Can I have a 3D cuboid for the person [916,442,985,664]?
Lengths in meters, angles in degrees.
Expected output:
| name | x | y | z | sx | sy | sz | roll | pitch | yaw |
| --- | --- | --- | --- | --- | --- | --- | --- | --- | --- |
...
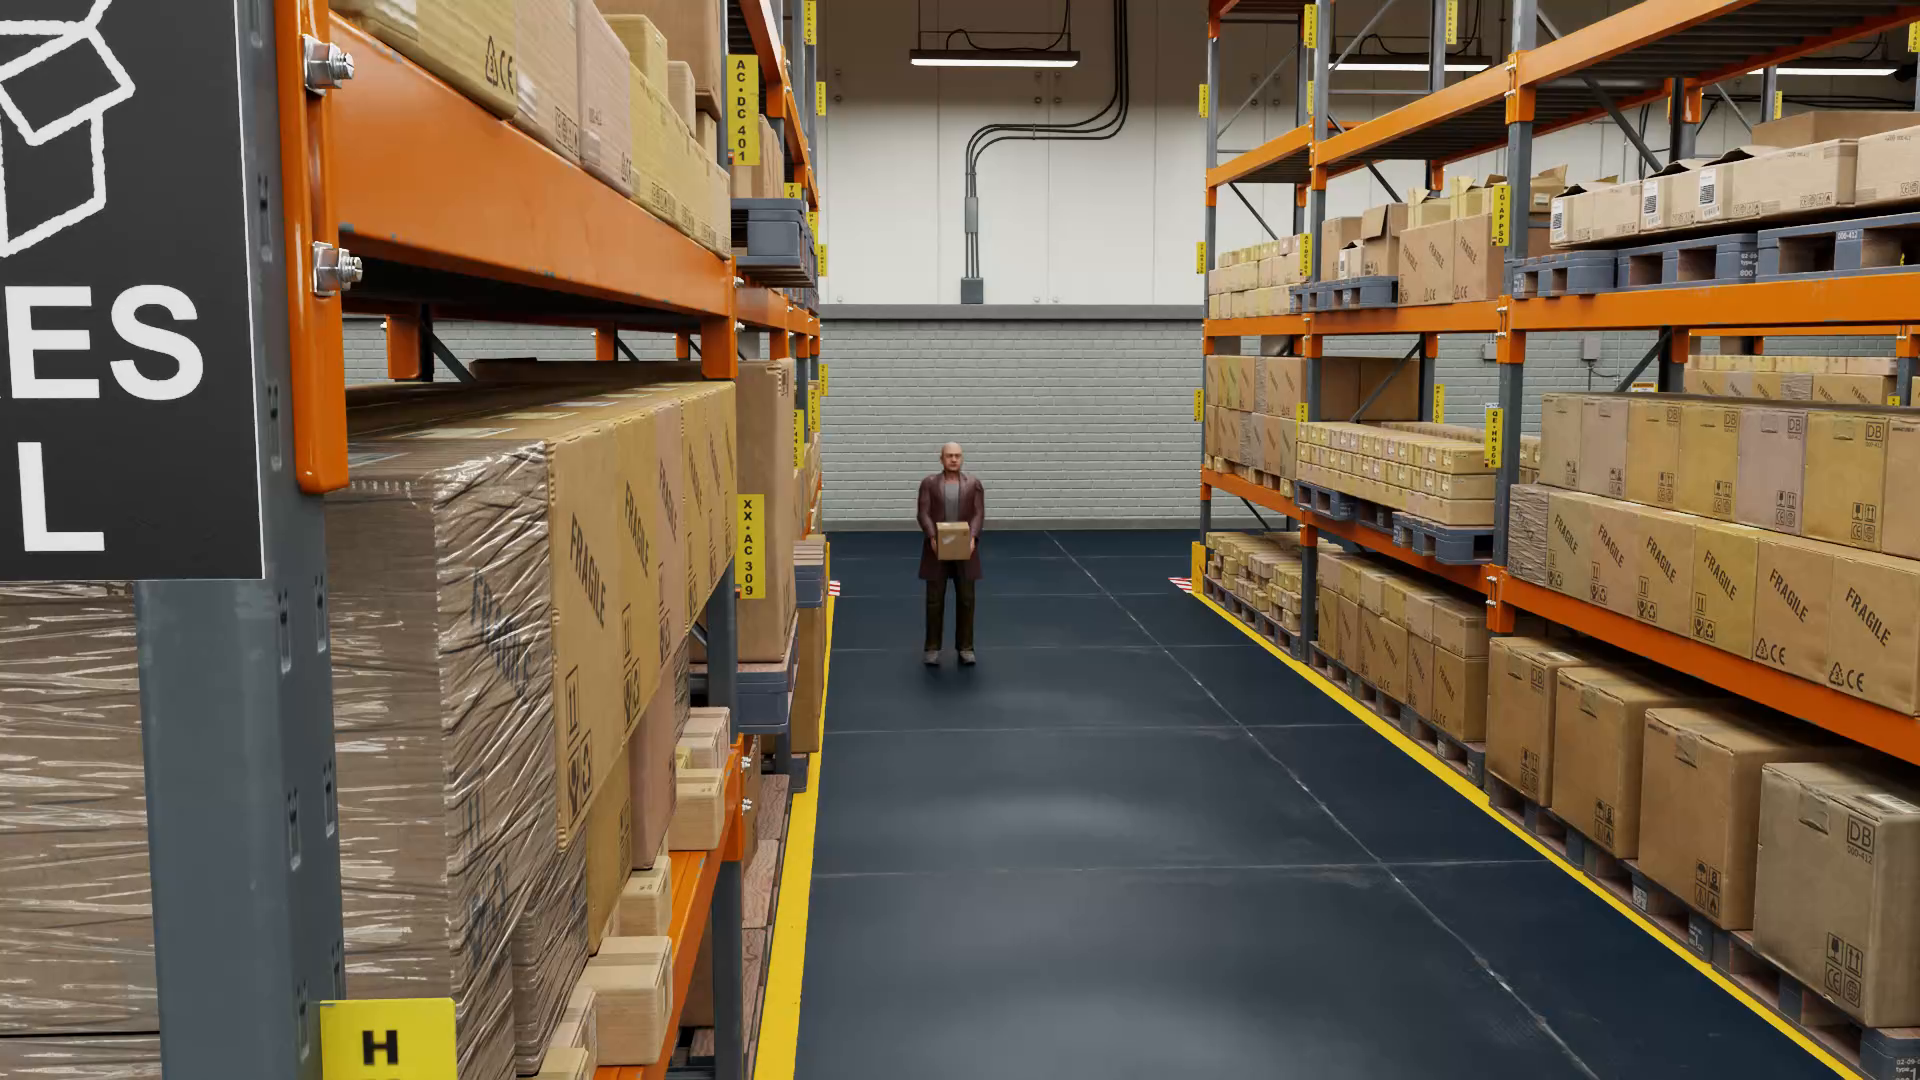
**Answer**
| name | x | y | z | sx | sy | sz | roll | pitch | yaw |
| --- | --- | --- | --- | --- | --- | --- | --- | --- | --- |
| person | -0.067 | 0.111 | 13.321 | 0.554 | 1.781 | 0.527 | 0 | 7 | -4 |
